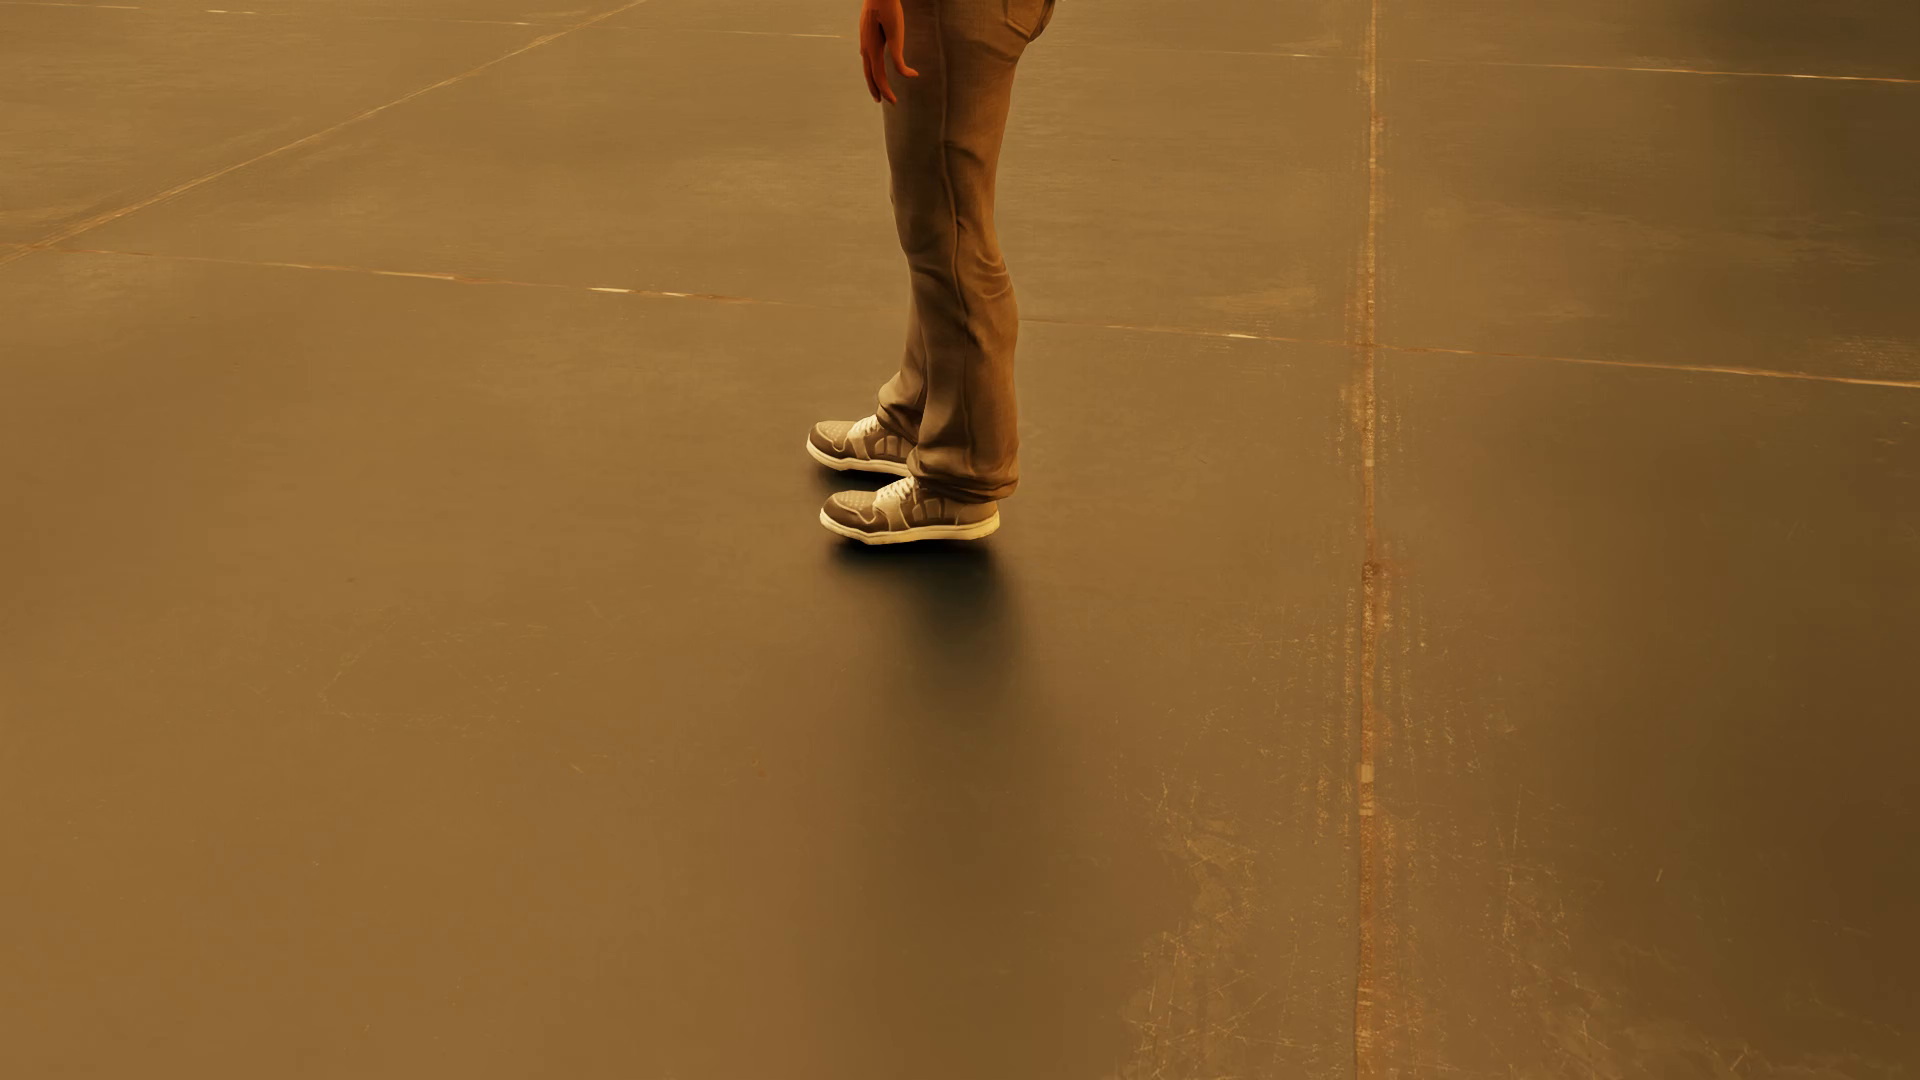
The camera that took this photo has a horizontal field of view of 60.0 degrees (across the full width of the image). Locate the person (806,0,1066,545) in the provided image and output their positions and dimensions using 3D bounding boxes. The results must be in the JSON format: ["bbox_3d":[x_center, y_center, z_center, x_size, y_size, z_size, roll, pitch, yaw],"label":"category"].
[{"bbox_3d":[-0.069,-0.733,2.164,0.475,1.597,0.520,6,27,11],"label":"person"}]
